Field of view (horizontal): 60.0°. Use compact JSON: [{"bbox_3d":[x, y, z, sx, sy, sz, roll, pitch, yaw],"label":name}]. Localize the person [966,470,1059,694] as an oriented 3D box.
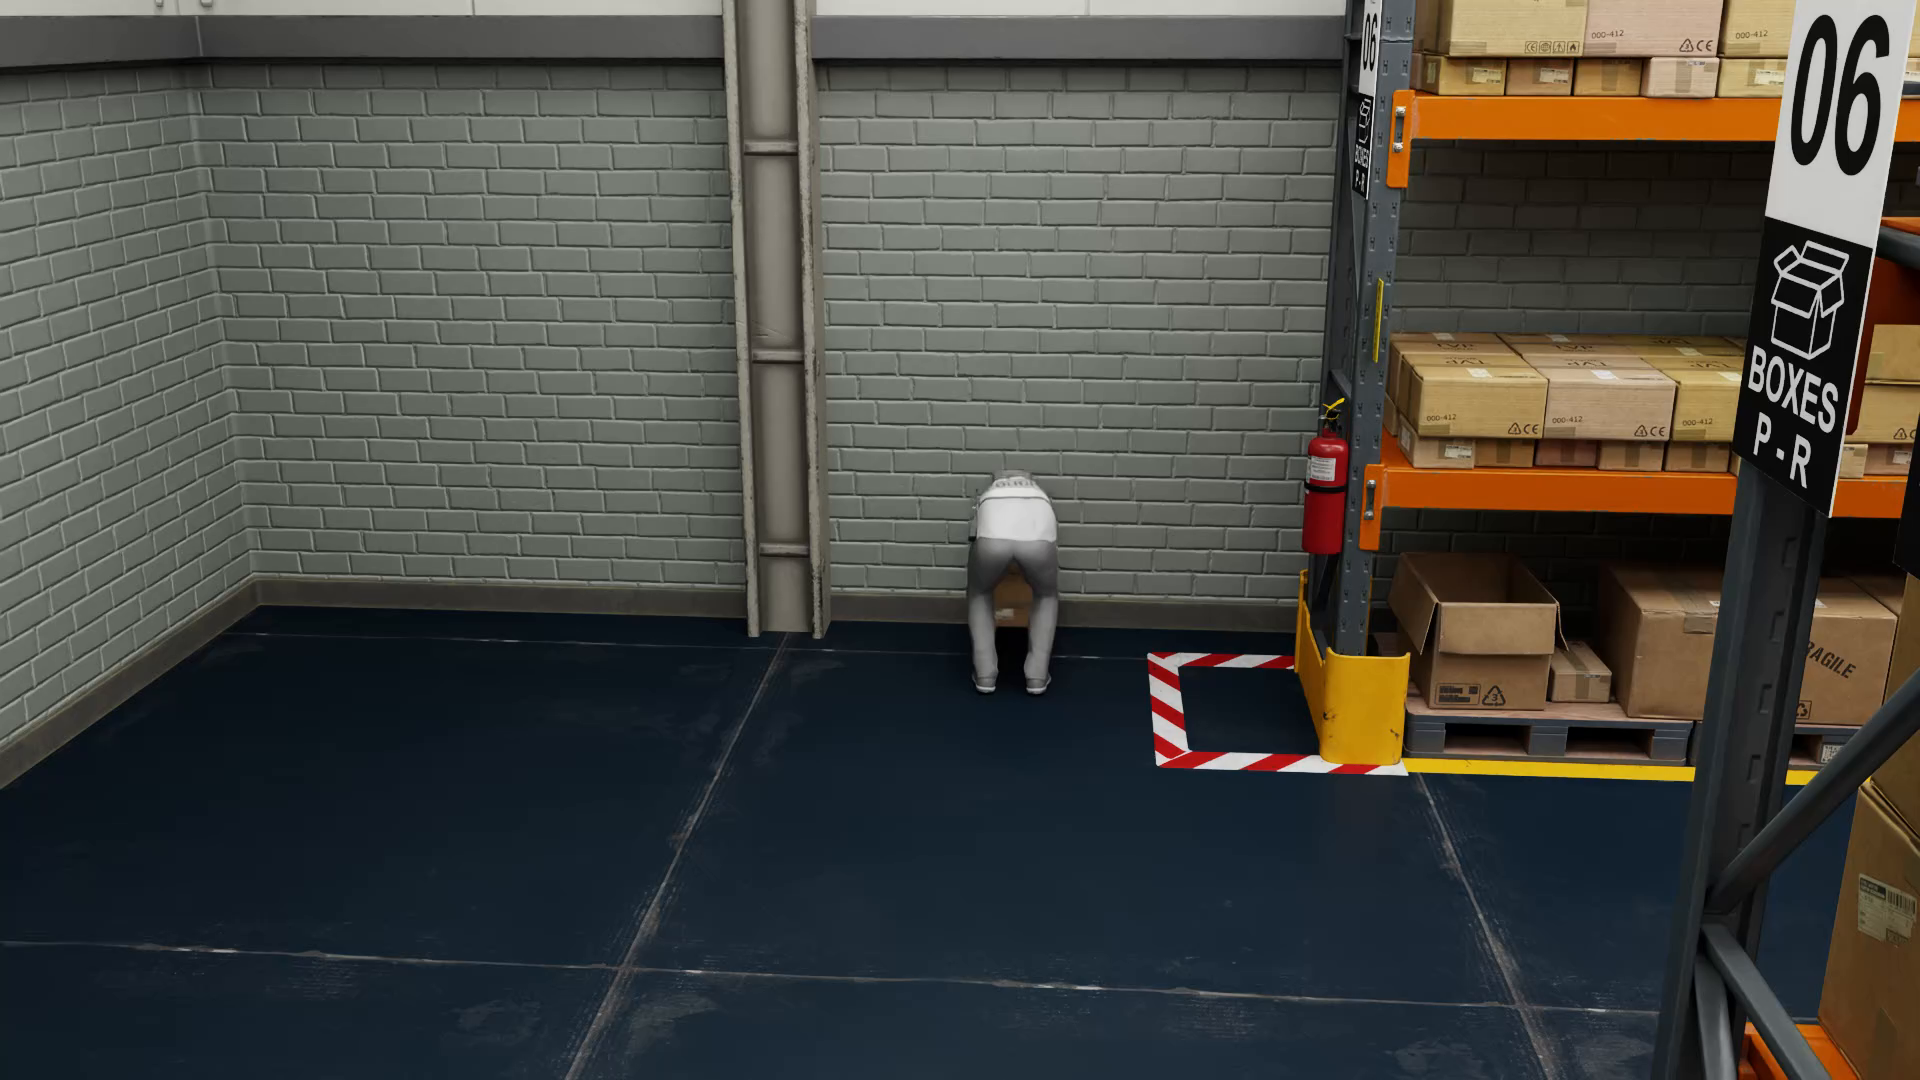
[{"bbox_3d":[0.257,0.170,8.117,0.449,1.000,0.932,0,18,2],"label":"person"}]
